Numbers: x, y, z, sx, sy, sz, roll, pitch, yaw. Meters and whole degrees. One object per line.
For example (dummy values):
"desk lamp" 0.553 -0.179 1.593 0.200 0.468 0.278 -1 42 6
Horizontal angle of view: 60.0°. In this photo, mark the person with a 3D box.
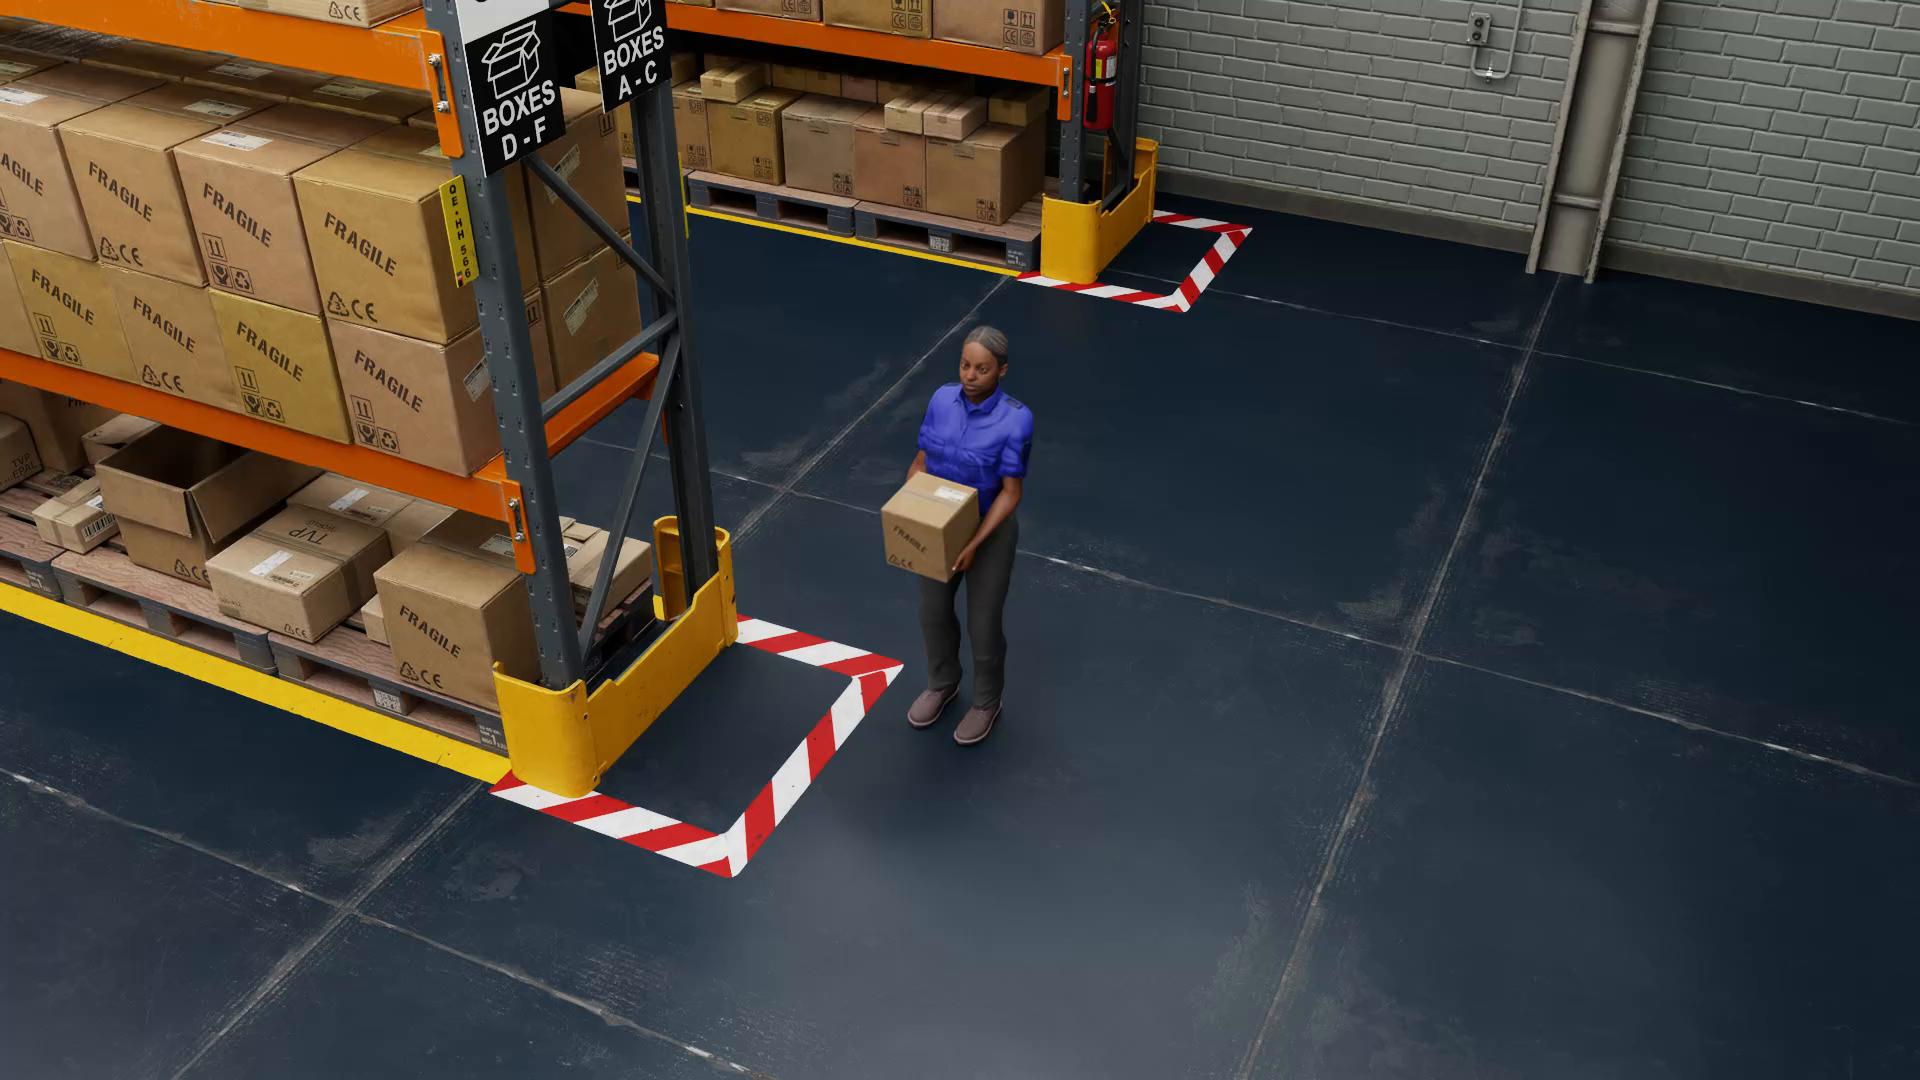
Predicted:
"person" -0.003 0.014 6.133 0.449 1.646 0.519 18 38 25
